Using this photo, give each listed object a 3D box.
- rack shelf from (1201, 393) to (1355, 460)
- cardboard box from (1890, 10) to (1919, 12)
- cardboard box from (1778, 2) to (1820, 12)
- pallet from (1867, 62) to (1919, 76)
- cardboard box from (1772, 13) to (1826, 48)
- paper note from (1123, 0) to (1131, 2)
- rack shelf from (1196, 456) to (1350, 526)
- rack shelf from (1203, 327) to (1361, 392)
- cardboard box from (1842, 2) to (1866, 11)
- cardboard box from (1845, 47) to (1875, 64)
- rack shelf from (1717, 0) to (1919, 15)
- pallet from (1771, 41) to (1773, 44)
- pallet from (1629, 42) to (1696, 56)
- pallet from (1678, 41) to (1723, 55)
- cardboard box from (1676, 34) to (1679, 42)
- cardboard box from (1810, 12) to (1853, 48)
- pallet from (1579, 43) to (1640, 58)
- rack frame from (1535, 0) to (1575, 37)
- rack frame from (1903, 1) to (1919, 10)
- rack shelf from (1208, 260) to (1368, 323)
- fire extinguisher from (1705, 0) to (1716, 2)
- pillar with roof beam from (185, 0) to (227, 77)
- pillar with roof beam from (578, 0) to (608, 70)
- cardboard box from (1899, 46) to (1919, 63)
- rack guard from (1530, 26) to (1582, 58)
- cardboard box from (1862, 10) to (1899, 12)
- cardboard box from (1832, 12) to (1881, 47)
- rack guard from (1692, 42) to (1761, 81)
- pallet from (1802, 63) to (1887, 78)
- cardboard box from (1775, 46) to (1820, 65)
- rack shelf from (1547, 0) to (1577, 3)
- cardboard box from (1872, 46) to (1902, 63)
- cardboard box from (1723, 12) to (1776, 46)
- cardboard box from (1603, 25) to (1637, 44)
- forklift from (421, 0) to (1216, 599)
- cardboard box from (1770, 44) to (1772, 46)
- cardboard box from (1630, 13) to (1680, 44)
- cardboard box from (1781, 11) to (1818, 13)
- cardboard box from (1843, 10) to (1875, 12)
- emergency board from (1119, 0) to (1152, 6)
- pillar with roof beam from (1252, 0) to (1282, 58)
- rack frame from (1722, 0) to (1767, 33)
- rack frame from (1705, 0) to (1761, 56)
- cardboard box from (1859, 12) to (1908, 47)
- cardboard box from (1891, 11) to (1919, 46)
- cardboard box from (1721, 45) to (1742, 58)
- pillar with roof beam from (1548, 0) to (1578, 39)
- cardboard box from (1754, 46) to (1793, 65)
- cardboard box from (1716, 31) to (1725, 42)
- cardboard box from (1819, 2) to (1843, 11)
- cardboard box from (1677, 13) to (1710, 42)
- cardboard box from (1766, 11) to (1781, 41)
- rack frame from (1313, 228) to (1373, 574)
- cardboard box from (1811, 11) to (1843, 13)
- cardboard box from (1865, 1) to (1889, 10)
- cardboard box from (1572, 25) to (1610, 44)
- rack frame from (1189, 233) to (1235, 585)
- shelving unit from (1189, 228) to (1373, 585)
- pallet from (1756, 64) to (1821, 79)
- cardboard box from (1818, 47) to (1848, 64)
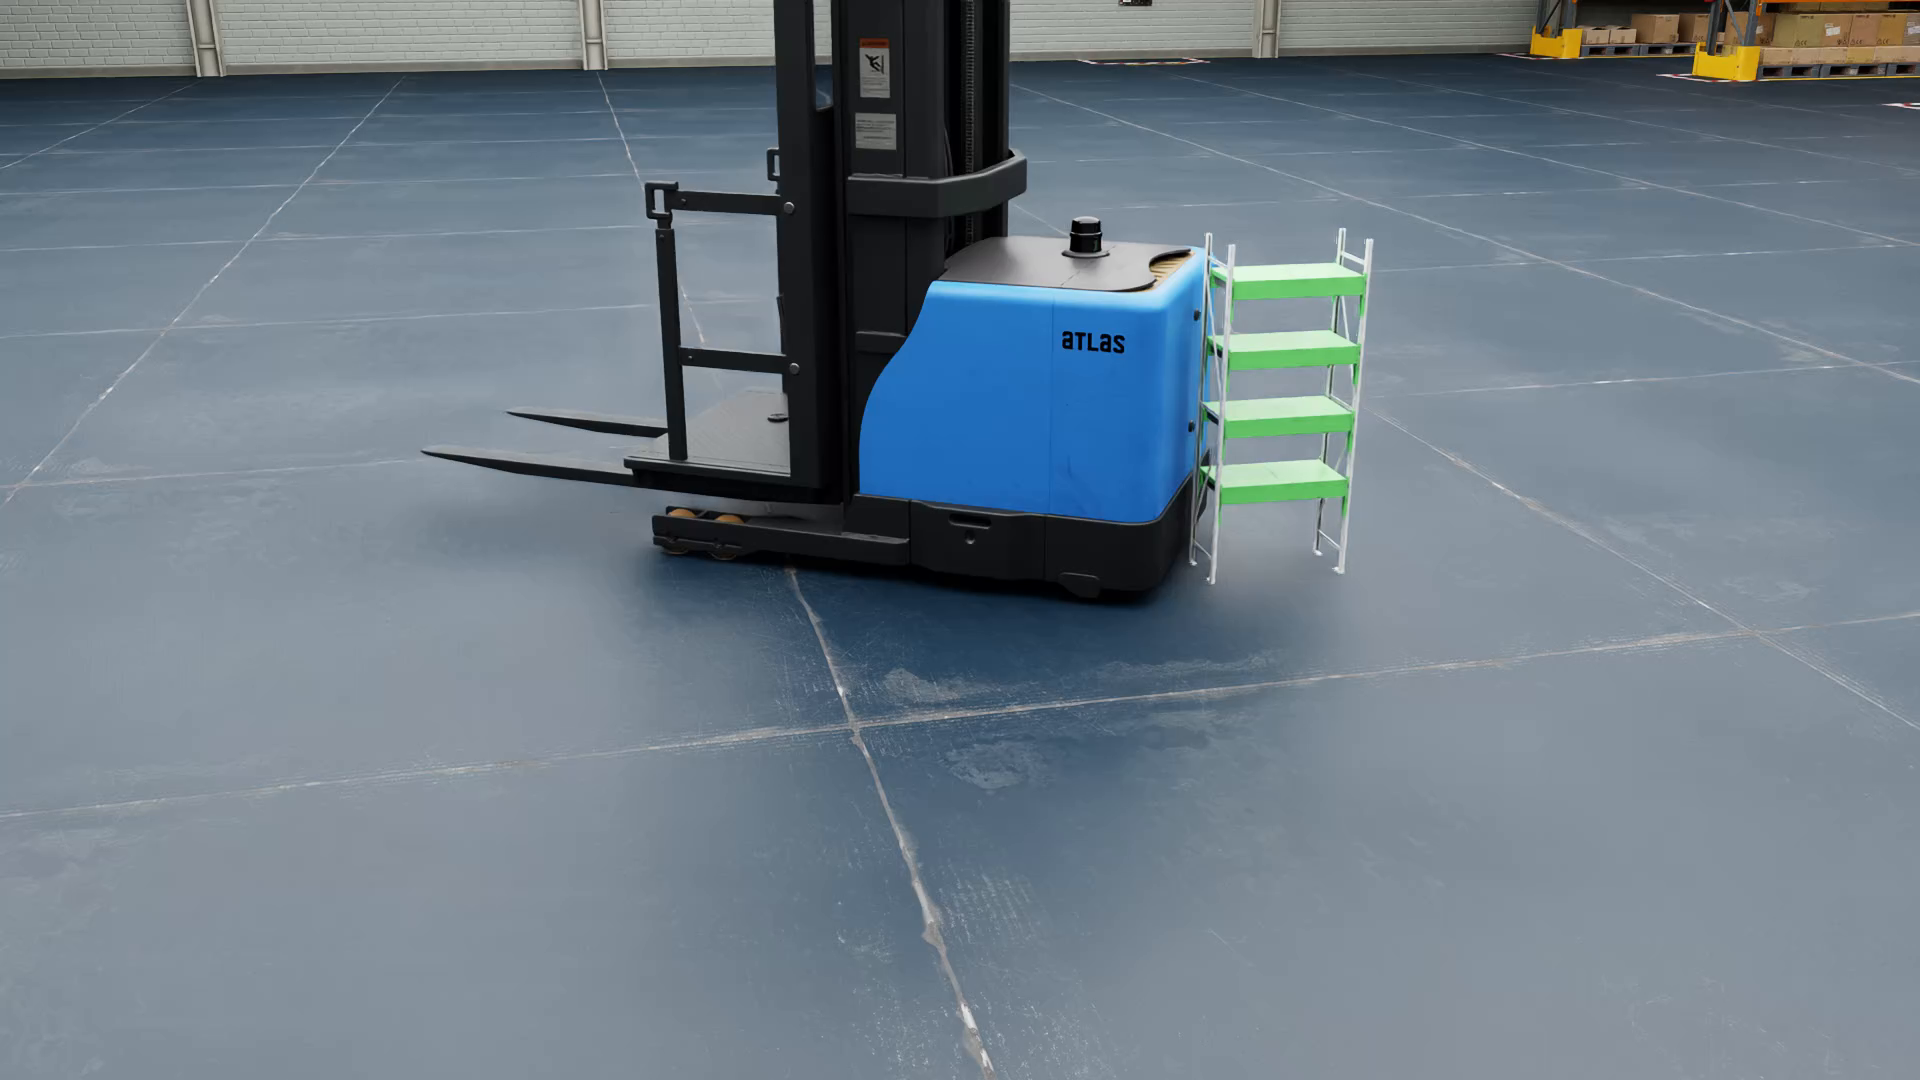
[{"bbox_3d":[1.111,-0.403,5.855,0.480,0.148,0.258,-4,21,-11],"label":"rack shelf"},{"bbox_3d":[15.447,-8.360,27.073,0.500,0.500,0.500,-5,21,-12],"label":"cardboard box"},{"bbox_3d":[15.967,-10.177,31.639,0.500,0.250,0.500,-5,21,-14],"label":"cardboard box"},{"bbox_3d":[15.186,-7.676,26.962,1.213,0.211,1.003,-5,21,-12],"label":"pallet"},{"bbox_3d":[13.136,-7.984,26.045,0.500,0.500,0.500,-5,21,-12],"label":"cardboard box"},{"bbox_3d":[2.975,-9.658,29.600,0.142,0.148,0.016,-5,21,-12],"label":"paper note"},{"bbox_3d":[1.110,-0.178,5.938,0.480,0.148,0.258,-4,21,-11],"label":"rack shelf"},{"bbox_3d":[1.111,-0.629,5.772,0.480,0.148,0.258,-4,21,-11],"label":"rack shelf"},{"bbox_3d":[16.962,-10.252,31.846,0.500,0.250,0.500,-5,21,-13],"label":"cardboard box"},{"bbox_3d":[14.110,-7.710,26.387,0.500,0.250,0.500,-5,21,-12],"label":"cardboard box"},{"bbox_3d":[14.024,-8.538,26.307,4.000,0.370,1.077,-5,21,-12],"label":"rack shelf"},{"bbox_3d":[15.584,-9.445,31.791,1.213,0.211,1.003,-5,21,-12],"label":"pallet"},{"bbox_3d":[12.991,-9.220,31.177,1.213,0.211,1.003,-5,21,-12],"label":"pallet"},{"bbox_3d":[14.181,-9.317,31.444,1.213,0.211,1.003,-5,21,-12],"label":"pallet"},{"bbox_3d":[13.265,-9.440,31.229,0.250,0.149,0.380,-6,21,-17],"label":"cardboard box"},{"bbox_3d":[13.620,-8.028,26.165,0.500,0.500,0.500,-5,21,-12],"label":"cardboard box"},{"bbox_3d":[11.806,-9.124,30.916,1.213,0.211,1.003,-5,21,-12],"label":"pallet"},{"bbox_3d":[10.934,-10.375,30.277,0.127,3.000,1.000,-5,21,-12],"label":"rack frame"},{"bbox_3d":[18.719,-11.008,32.006,0.127,3.000,1.000,-5,21,-12],"label":"rack frame"},{"bbox_3d":[1.112,-0.854,5.689,0.480,0.148,0.258,-4,21,-11],"label":"rack shelf"},{"bbox_3d":[11.855,-8.827,26.163,0.183,0.674,0.296,-5,21,-12],"label":"fire extinguisher"},{"bbox_3d":[-10.949,-10.197,21.067,0.400,9.000,9.100,-5,21,-12],"label":"pillar with roof beam"},{"bbox_3d":[-5.110,-10.671,22.364,0.400,9.000,9.100,-5,21,-12],"label":"pillar with roof beam"},{"bbox_3d":[15.080,-7.794,26.617,0.500,0.250,0.500,-5,21,-12],"label":"cardboard box"},{"bbox_3d":[11.008,-9.208,30.723,0.348,0.500,1.175,-5,21,-12],"label":"rack guard"},{"bbox_3d":[14.962,-8.318,26.958,0.500,0.500,0.500,-5,21,-12],"label":"cardboard box"},{"bbox_3d":[14.111,-8.061,26.257,0.500,0.500,0.500,-5,21,-12],"label":"cardboard box"},{"bbox_3d":[12.054,-7.542,26.176,0.348,0.500,1.175,-5,21,-12],"label":"rack guard"},{"bbox_3d":[13.997,-7.578,26.695,1.213,0.211,1.003,-5,21,-12],"label":"pallet"},{"bbox_3d":[13.136,-7.632,26.176,0.500,0.250,0.500,-5,21,-12],"label":"cardboard box"},{"bbox_3d":[12.880,-10.196,30.833,4.000,0.370,1.077,-5,21,-12],"label":"rack shelf"},{"bbox_3d":[14.597,-7.749,26.496,0.500,0.250,0.500,-5,21,-12],"label":"cardboard box"},{"bbox_3d":[12.531,-8.118,26.411,0.500,0.500,0.500,-5,21,-12],"label":"cardboard box"},{"bbox_3d":[12.183,-9.389,30.854,0.500,0.311,0.500,-3,20,-8],"label":"cardboard box"},{"bbox_3d":[-0.616,-1.464,6.049,3.031,2.935,1.130,7,21,18],"label":"forklift"},{"bbox_3d":[13.015,-7.808,26.657,0.500,0.250,0.500,-5,21,-12],"label":"cardboard box"},{"bbox_3d":[12.908,-9.519,30.935,0.500,0.500,0.700,-6,21,-16],"label":"cardboard box"},{"bbox_3d":[13.500,-8.202,26.640,0.500,0.500,0.500,-5,21,-12],"label":"cardboard box"},{"bbox_3d":[14.473,-8.281,26.857,0.500,0.500,0.500,-5,21,-12],"label":"cardboard box"},{"bbox_3d":[3.163,-10.062,29.423,0.643,1.169,0.194,-5,21,-12],"label":"emergency board"},{"bbox_3d":[6.568,-11.621,24.957,0.400,9.000,9.100,-5,21,-12],"label":"pillar with roof beam"},{"bbox_3d":[14.826,-10.692,31.141,0.127,3.000,1.000,-5,21,-12],"label":"rack frame"},{"bbox_3d":[12.077,-8.717,25.751,0.127,3.000,1.000,-5,21,-12],"label":"rack frame"},{"bbox_3d":[14.594,-8.106,26.378,0.500,0.500,0.500,-5,21,-12],"label":"cardboard box"},{"bbox_3d":[15.080,-8.147,26.490,0.500,0.500,0.500,-5,21,-12],"label":"cardboard box"},{"bbox_3d":[12.531,-7.765,26.538,0.500,0.250,0.500,-5,21,-12],"label":"cardboard box"},{"bbox_3d":[12.407,-12.096,26.253,0.400,9.000,9.100,-5,21,-12],"label":"pillar with roof beam"},{"bbox_3d":[12.650,-7.591,26.065,0.500,0.250,0.500,-5,21,-12],"label":"cardboard box"},{"bbox_3d":[14.313,-9.516,31.410,0.250,0.166,0.380,-7,21,-20],"label":"cardboard box"},{"bbox_3d":[16.472,-10.219,31.755,0.500,0.250,0.500,-5,21,-14],"label":"cardboard box"},{"bbox_3d":[13.826,-9.629,31.235,0.500,0.500,0.500,-6,21,-17],"label":"cardboard box"},{"bbox_3d":[15.539,-9.789,31.670,0.500,0.500,0.700,-4,20,-11],"label":"cardboard box"},{"bbox_3d":[1.350,-0.480,5.881,0.015,1.200,0.240,-4,21,-11],"label":"rack frame"},{"bbox_3d":[13.987,-8.241,26.747,0.500,0.500,0.500,-5,21,-12],"label":"cardboard box"},{"bbox_3d":[17.461,-10.295,31.962,0.500,0.250,0.500,-4,21,-11],"label":"cardboard box"},{"bbox_3d":[11.628,-9.344,30.731,0.500,0.311,0.500,-7,21,-19],"label":"cardboard box"},{"bbox_3d":[0.872,-0.446,5.785,0.015,1.200,0.240,-4,21,-11],"label":"rack frame"},{"bbox_3d":[1.111,-0.463,5.833,0.503,1.200,0.258,-4,21,-11],"label":"shelving unit"},{"bbox_3d":[12.812,-7.483,26.434,1.213,0.211,1.003,-5,21,-12],"label":"pallet"},{"bbox_3d":[13.623,-7.672,26.284,0.500,0.250,0.500,-5,21,-12],"label":"cardboard box"}]
